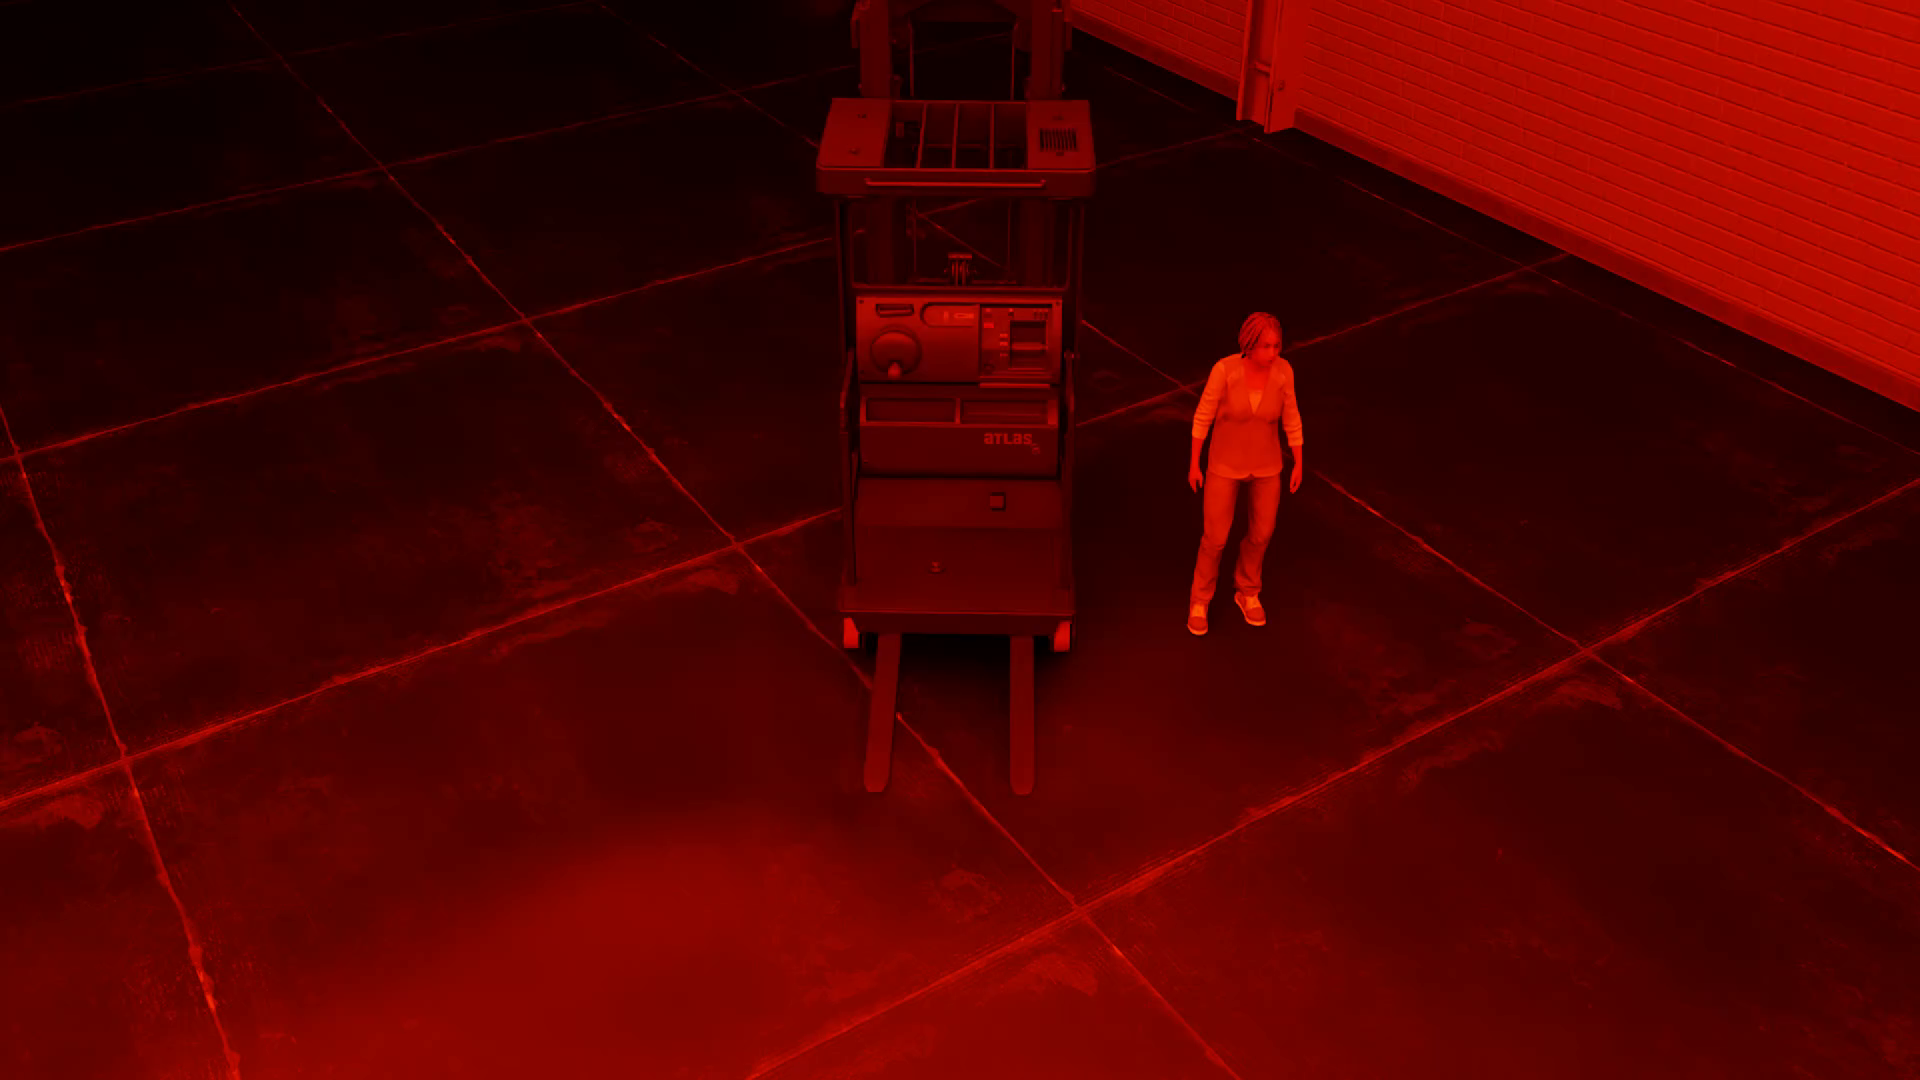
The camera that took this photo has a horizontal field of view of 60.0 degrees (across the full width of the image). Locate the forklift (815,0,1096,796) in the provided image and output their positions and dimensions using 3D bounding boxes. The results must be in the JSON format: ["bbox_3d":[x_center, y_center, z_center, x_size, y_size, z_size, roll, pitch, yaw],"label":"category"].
[{"bbox_3d":[-0.007,-0.847,7.353,1.130,2.935,3.031,1,35,1],"label":"forklift"}]

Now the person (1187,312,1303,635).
[{"bbox_3d":[1.334,-0.303,7.739,0.530,1.600,0.401,-3,35,-4],"label":"person"}]
